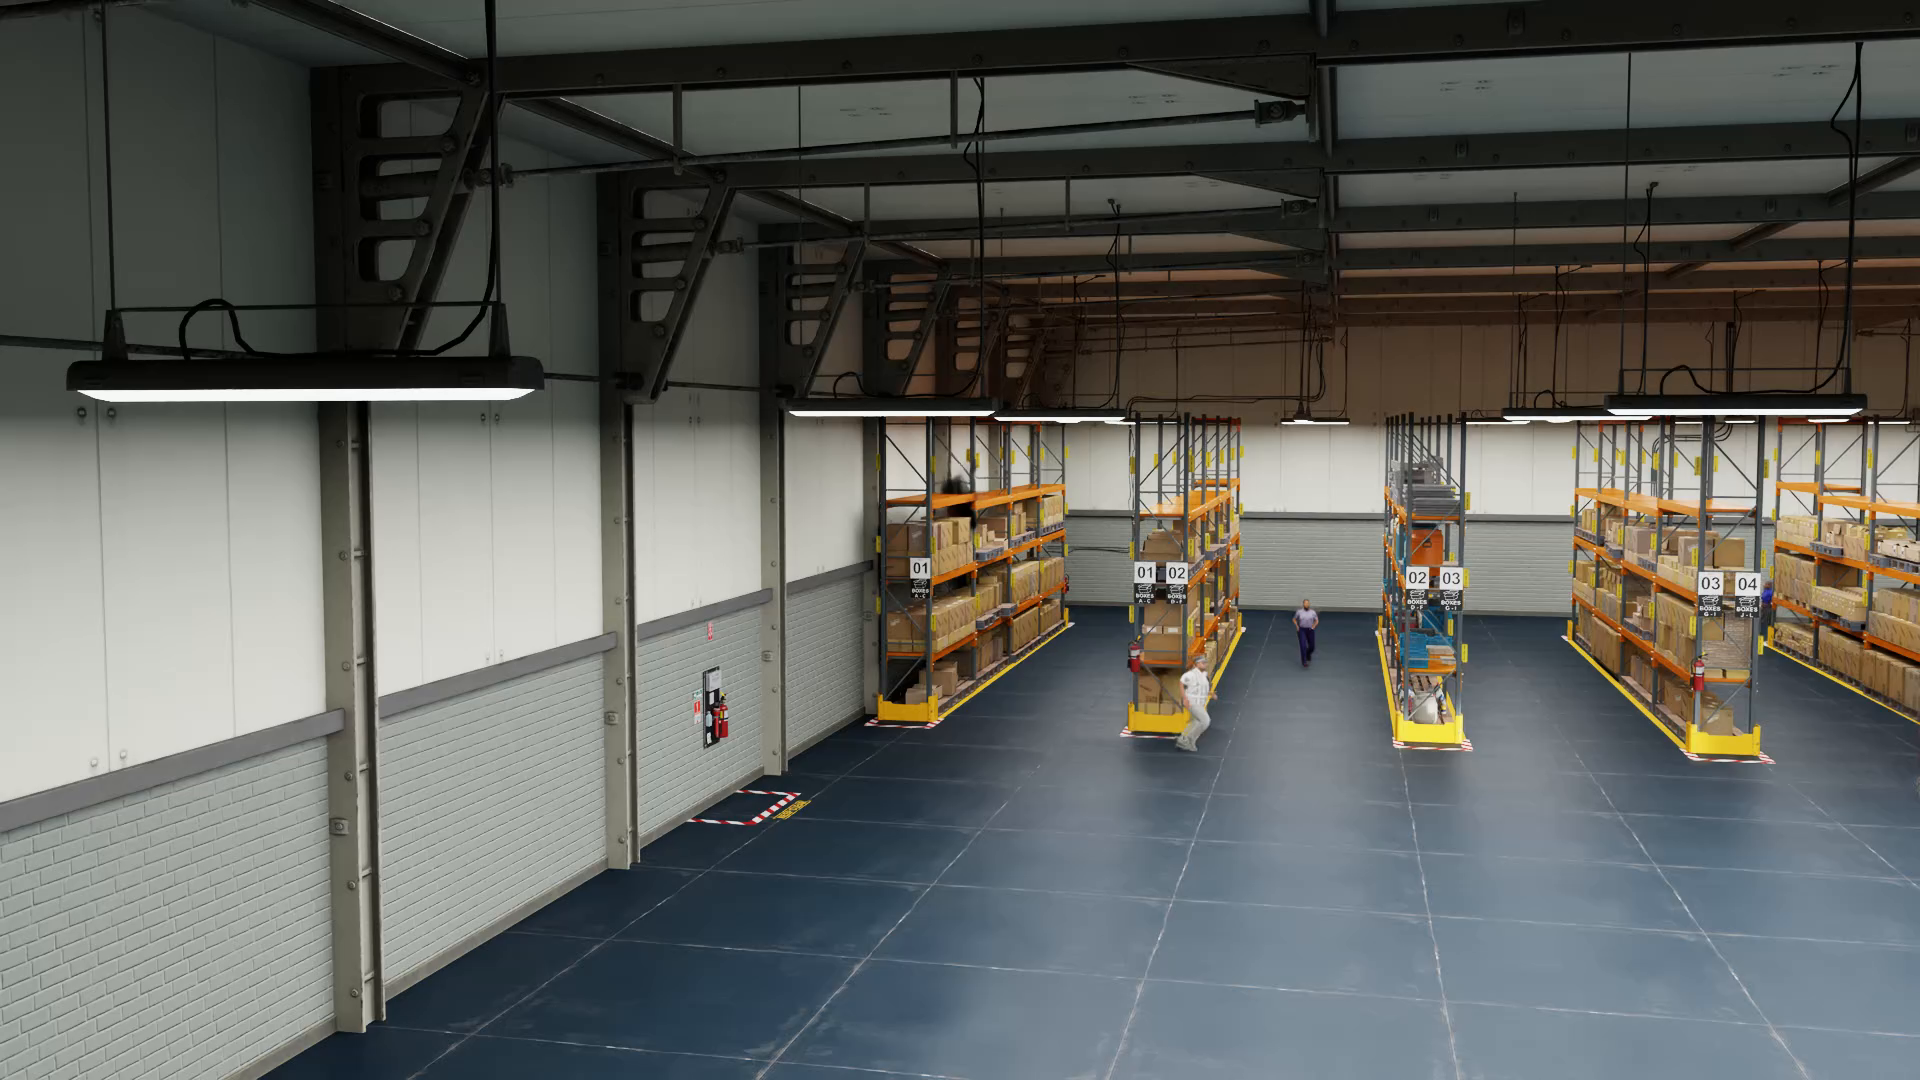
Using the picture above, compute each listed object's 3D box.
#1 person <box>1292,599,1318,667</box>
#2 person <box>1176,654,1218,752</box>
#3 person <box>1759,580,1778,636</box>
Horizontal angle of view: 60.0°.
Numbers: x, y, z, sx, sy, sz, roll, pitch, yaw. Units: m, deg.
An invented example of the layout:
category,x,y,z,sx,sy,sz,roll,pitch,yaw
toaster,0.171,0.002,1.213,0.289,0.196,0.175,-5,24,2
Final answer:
category,x,y,z,sx,sy,sz,roll,pitch,yaw
person,8.309,2.229,39.986,0.611,1.579,0.664,0,4,4
person,4.173,2.867,29.345,0.780,1.725,0.582,2,5,31
person,21.742,1.904,44.702,0.859,1.617,0.613,0,4,-2
